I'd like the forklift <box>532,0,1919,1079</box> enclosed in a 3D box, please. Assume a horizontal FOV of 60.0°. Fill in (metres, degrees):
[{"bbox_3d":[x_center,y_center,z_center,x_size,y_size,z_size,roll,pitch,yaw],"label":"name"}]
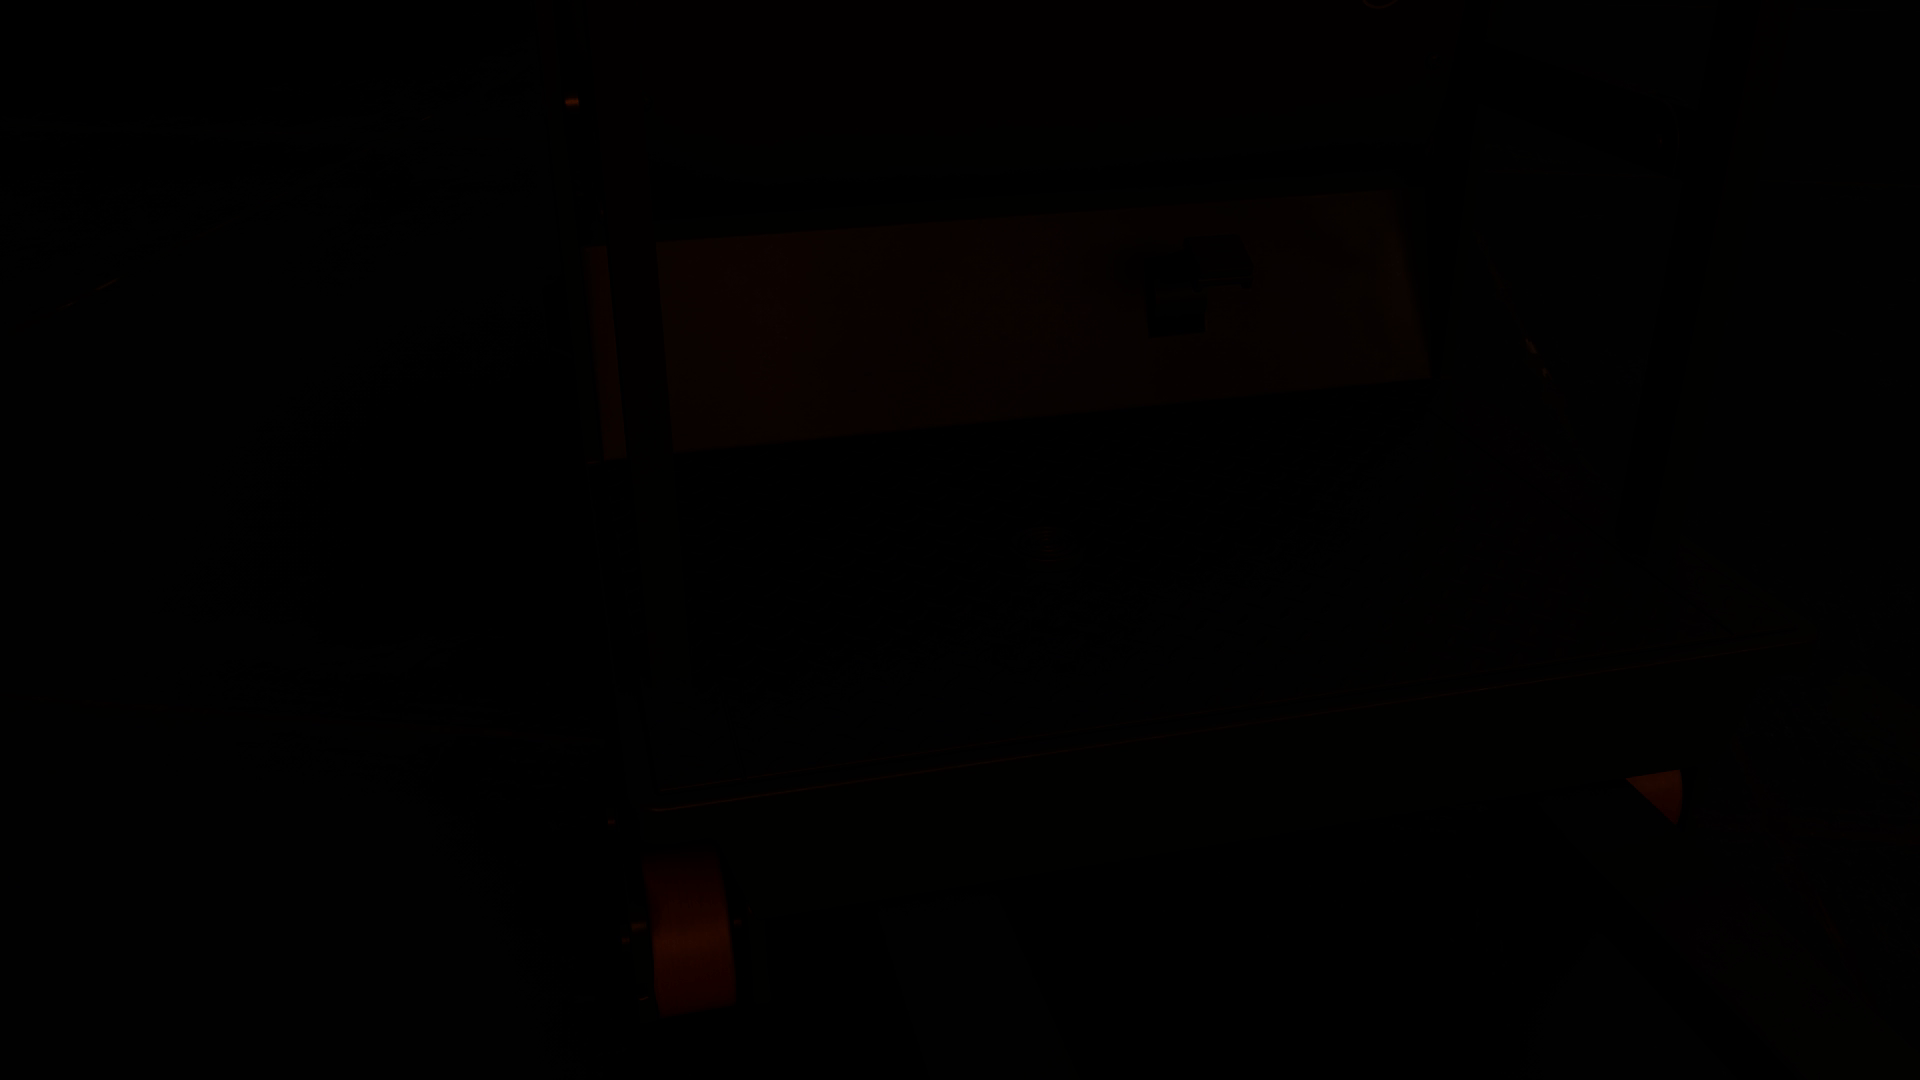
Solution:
[{"bbox_3d":[0.153,-1.049,1.319,1.130,2.935,3.031,-7,27,-13],"label":"forklift"}]
